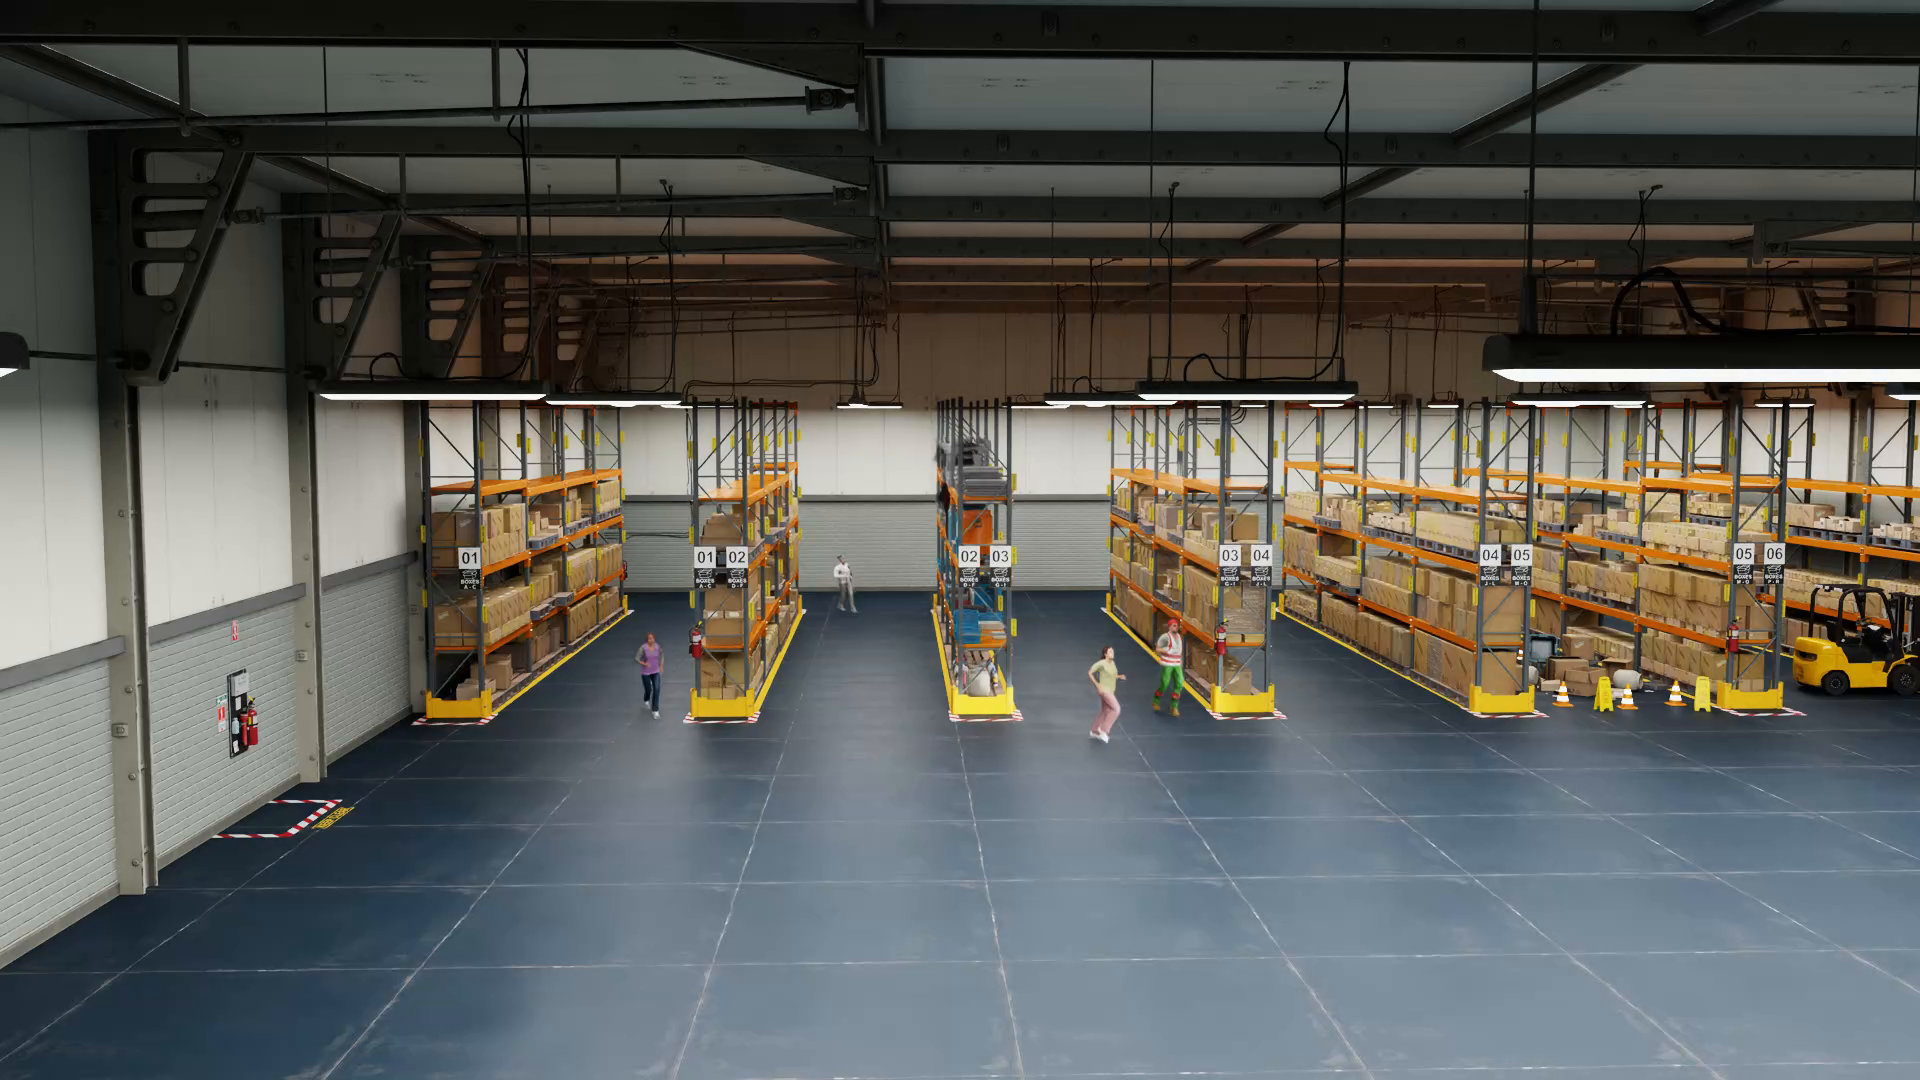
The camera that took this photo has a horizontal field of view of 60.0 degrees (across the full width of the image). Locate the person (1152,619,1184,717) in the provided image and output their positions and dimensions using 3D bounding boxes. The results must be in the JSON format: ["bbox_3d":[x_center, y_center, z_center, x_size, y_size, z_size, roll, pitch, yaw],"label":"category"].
[{"bbox_3d":[3.969,2.407,31.497,0.667,1.854,0.743,-2,5,-29],"label":"person"}]

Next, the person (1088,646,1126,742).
[{"bbox_3d":[2.571,2.666,28.935,0.655,1.678,0.552,3,5,32],"label":"person"}]

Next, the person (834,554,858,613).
[{"bbox_3d":[-3.304,1.228,47.150,0.635,1.651,0.942,-3,5,-34],"label":"person"}]

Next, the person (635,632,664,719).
[{"bbox_3d":[-5.826,2.524,31.276,0.576,1.604,0.823,-2,5,-21],"label":"person"}]
